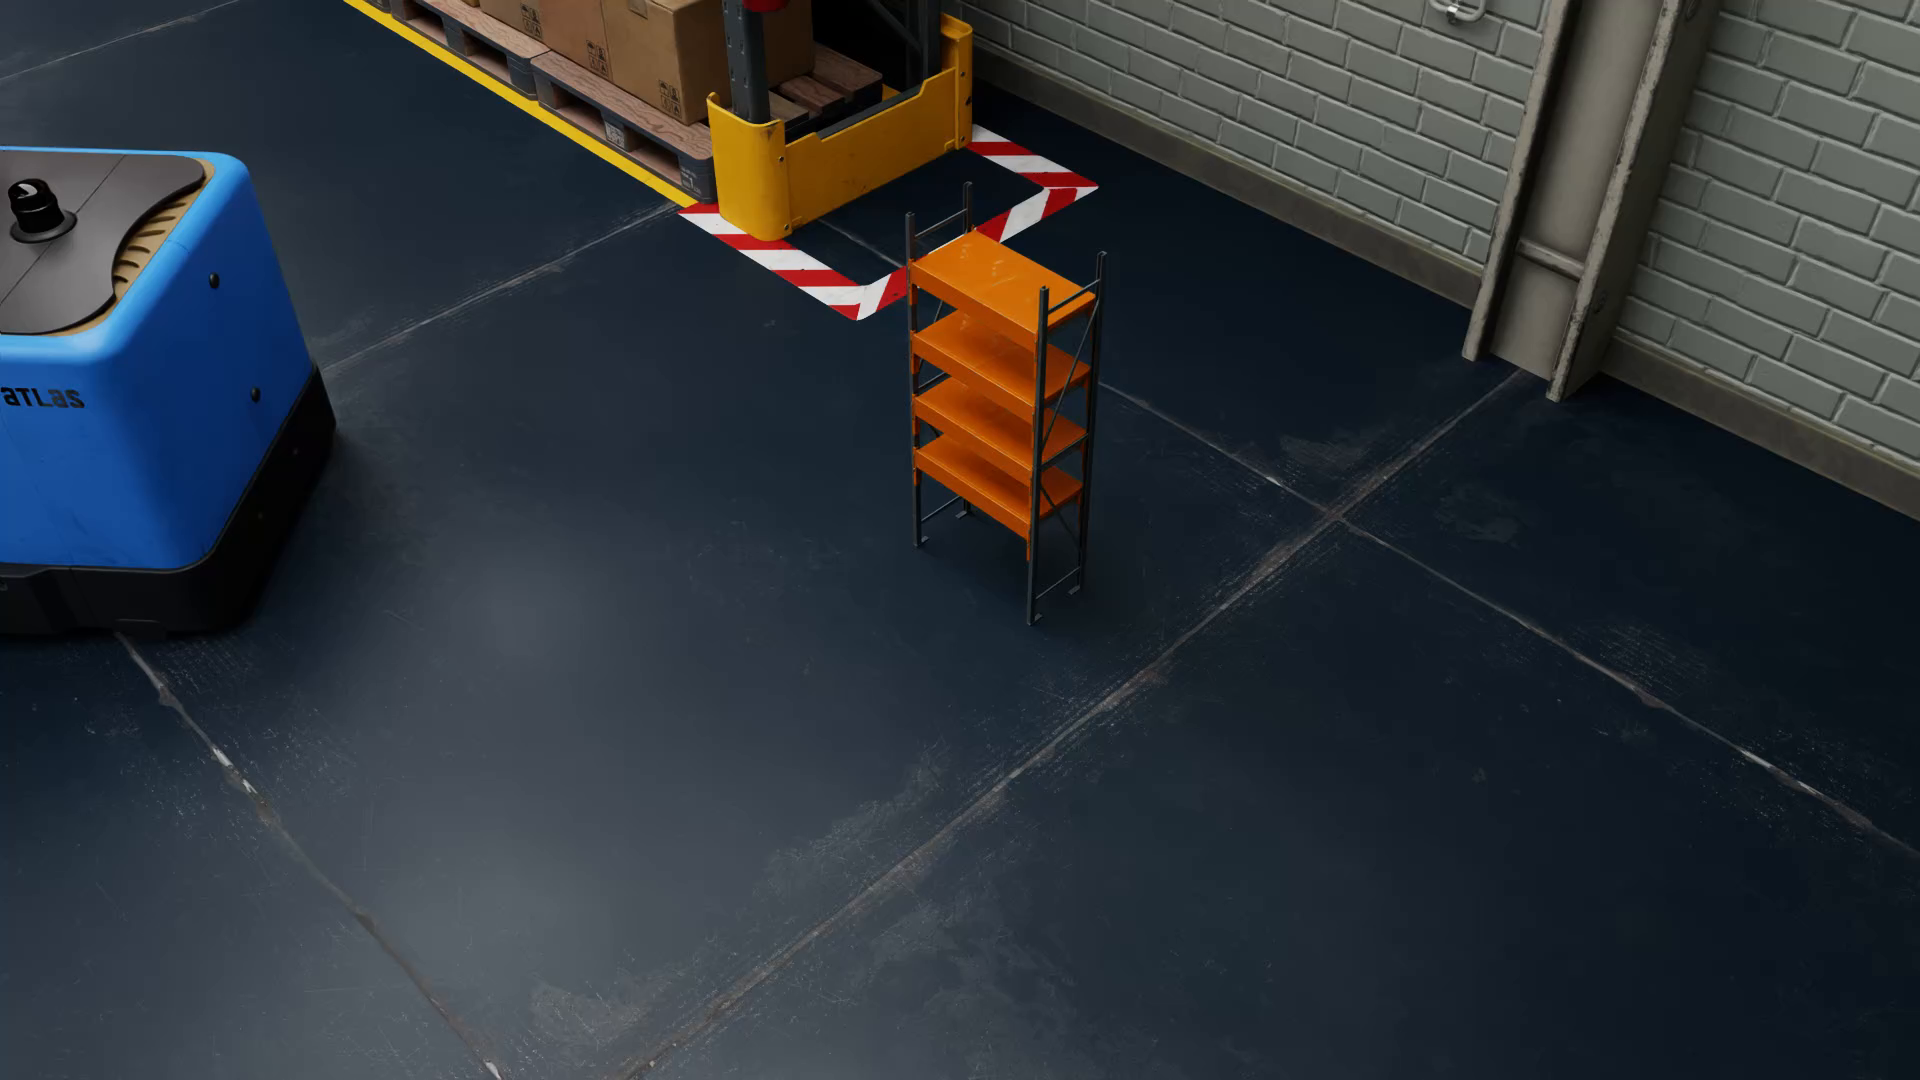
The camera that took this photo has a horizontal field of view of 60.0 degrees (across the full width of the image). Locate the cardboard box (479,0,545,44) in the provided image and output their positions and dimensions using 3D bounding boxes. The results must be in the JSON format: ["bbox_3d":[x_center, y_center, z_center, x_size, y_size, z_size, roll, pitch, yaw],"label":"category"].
[{"bbox_3d":[-1.748,-2.632,7.421,0.500,0.500,0.700,32,52,30],"label":"cardboard box"}]

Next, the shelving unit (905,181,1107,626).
[{"bbox_3d":[0.117,-0.361,4.757,0.258,1.200,0.503,-34,53,-31],"label":"shelving unit"}]

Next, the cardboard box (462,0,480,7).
[{"bbox_3d":[-2.130,-2.885,7.694,0.700,0.500,0.500,-33,52,-30],"label":"cardboard box"}]

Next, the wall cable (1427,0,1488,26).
[{"bbox_3d":[1.100,-2.837,5.362,0.084,1.984,1.851,-34,53,-31],"label":"wall cable"}]

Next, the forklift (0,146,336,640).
[{"bbox_3d":[-3.620,-1.166,4.352,3.031,2.935,1.130,2,43,2],"label":"forklift"}]

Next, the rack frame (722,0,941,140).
[{"bbox_3d":[-0.474,-2.626,5.882,1.000,3.000,0.127,-34,53,-31],"label":"rack frame"}]

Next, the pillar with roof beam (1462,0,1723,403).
[{"bbox_3d":[-1.003,-1.883,0.657,9.100,9.000,0.400,-34,53,-31],"label":"pillar with roof beam"}]

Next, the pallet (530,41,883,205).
[{"bbox_3d":[-1.094,-1.949,7.203,1.003,0.211,1.213,-34,53,-31],"label":"pallet"}]

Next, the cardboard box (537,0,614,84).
[{"bbox_3d":[-1.392,-2.391,7.160,0.500,0.500,0.700,34,53,31],"label":"cardboard box"}]

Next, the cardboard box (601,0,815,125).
[{"bbox_3d":[-1.039,-2.151,6.900,0.700,0.500,0.500,-34,53,-31],"label":"cardboard box"}]

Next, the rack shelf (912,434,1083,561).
[{"bbox_3d":[0.117,-0.166,4.937,0.258,0.148,0.480,-34,53,-31],"label":"rack shelf"}]

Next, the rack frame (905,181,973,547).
[{"bbox_3d":[-0.055,-0.478,4.884,0.240,1.200,0.015,-34,53,-31],"label":"rack frame"}]

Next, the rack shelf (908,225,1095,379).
[{"bbox_3d":[0.117,-0.650,4.490,0.258,0.148,0.480,-34,53,-31],"label":"rack shelf"}]

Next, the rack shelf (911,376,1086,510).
[{"bbox_3d":[0.117,-0.312,4.802,0.258,0.148,0.480,-34,53,-31],"label":"rack shelf"}]

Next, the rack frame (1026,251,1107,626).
[{"bbox_3d":[0.289,-0.244,4.630,0.240,1.200,0.015,-34,53,-31],"label":"rack frame"}]

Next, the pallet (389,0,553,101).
[{"bbox_3d":[-1.951,-2.535,7.838,1.003,0.211,1.213,-34,53,-31],"label":"pallet"}]

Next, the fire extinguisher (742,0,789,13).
[{"bbox_3d":[-0.694,-2.167,5.717,0.296,0.674,0.183,-34,53,-31],"label":"fire extinguisher"}]

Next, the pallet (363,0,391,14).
[{"bbox_3d":[-2.817,-3.121,8.472,1.003,0.211,1.213,-34,53,-31],"label":"pallet"}]

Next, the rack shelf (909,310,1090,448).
[{"bbox_3d":[0.117,-0.476,4.651,0.258,0.148,0.480,-34,53,-31],"label":"rack shelf"}]

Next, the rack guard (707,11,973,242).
[{"bbox_3d":[-0.457,-1.696,6.718,1.175,0.500,0.348,-34,53,-31],"label":"rack guard"}]
